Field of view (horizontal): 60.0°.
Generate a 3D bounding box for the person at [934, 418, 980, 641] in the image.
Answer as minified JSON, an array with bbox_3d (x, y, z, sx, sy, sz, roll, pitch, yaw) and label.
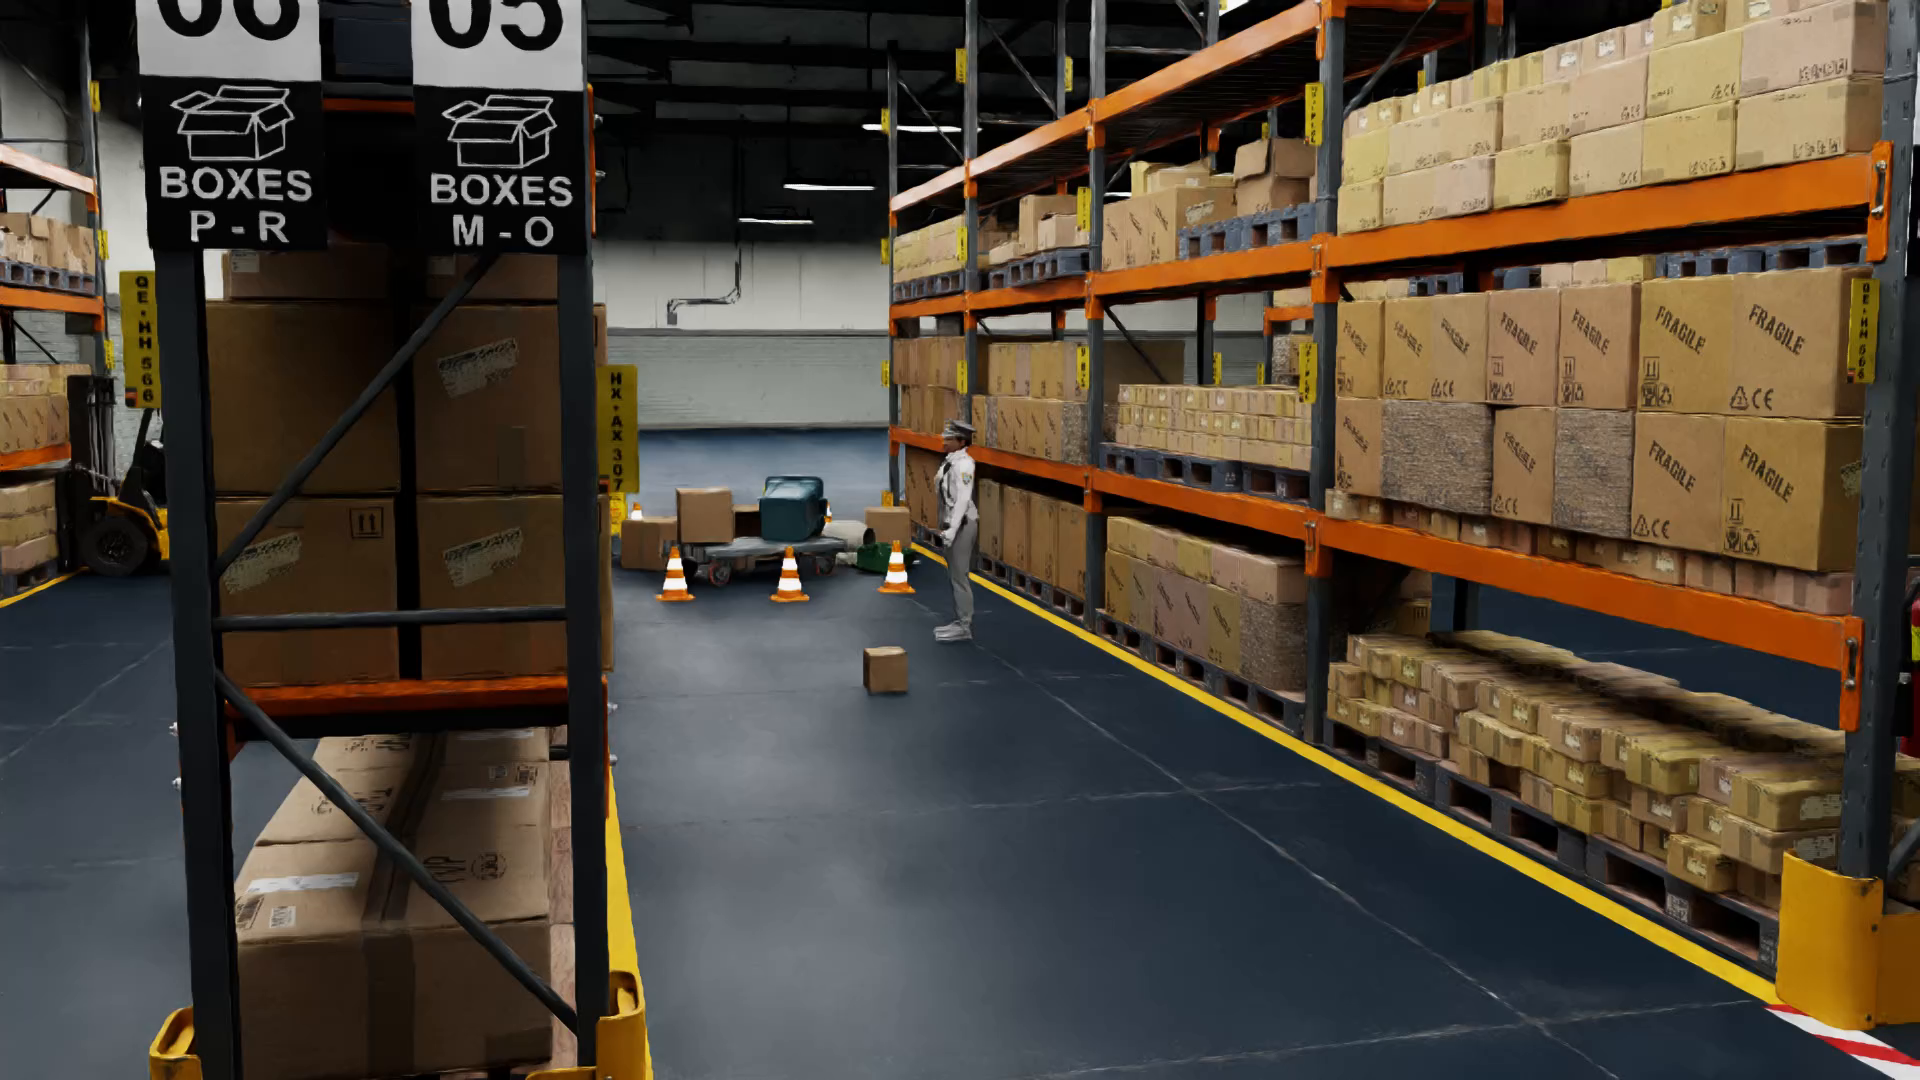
[{"bbox_3d":[-0.037,-0.082,12.659,0.356,1.686,0.520,-1,6,-13],"label":"person"}]
